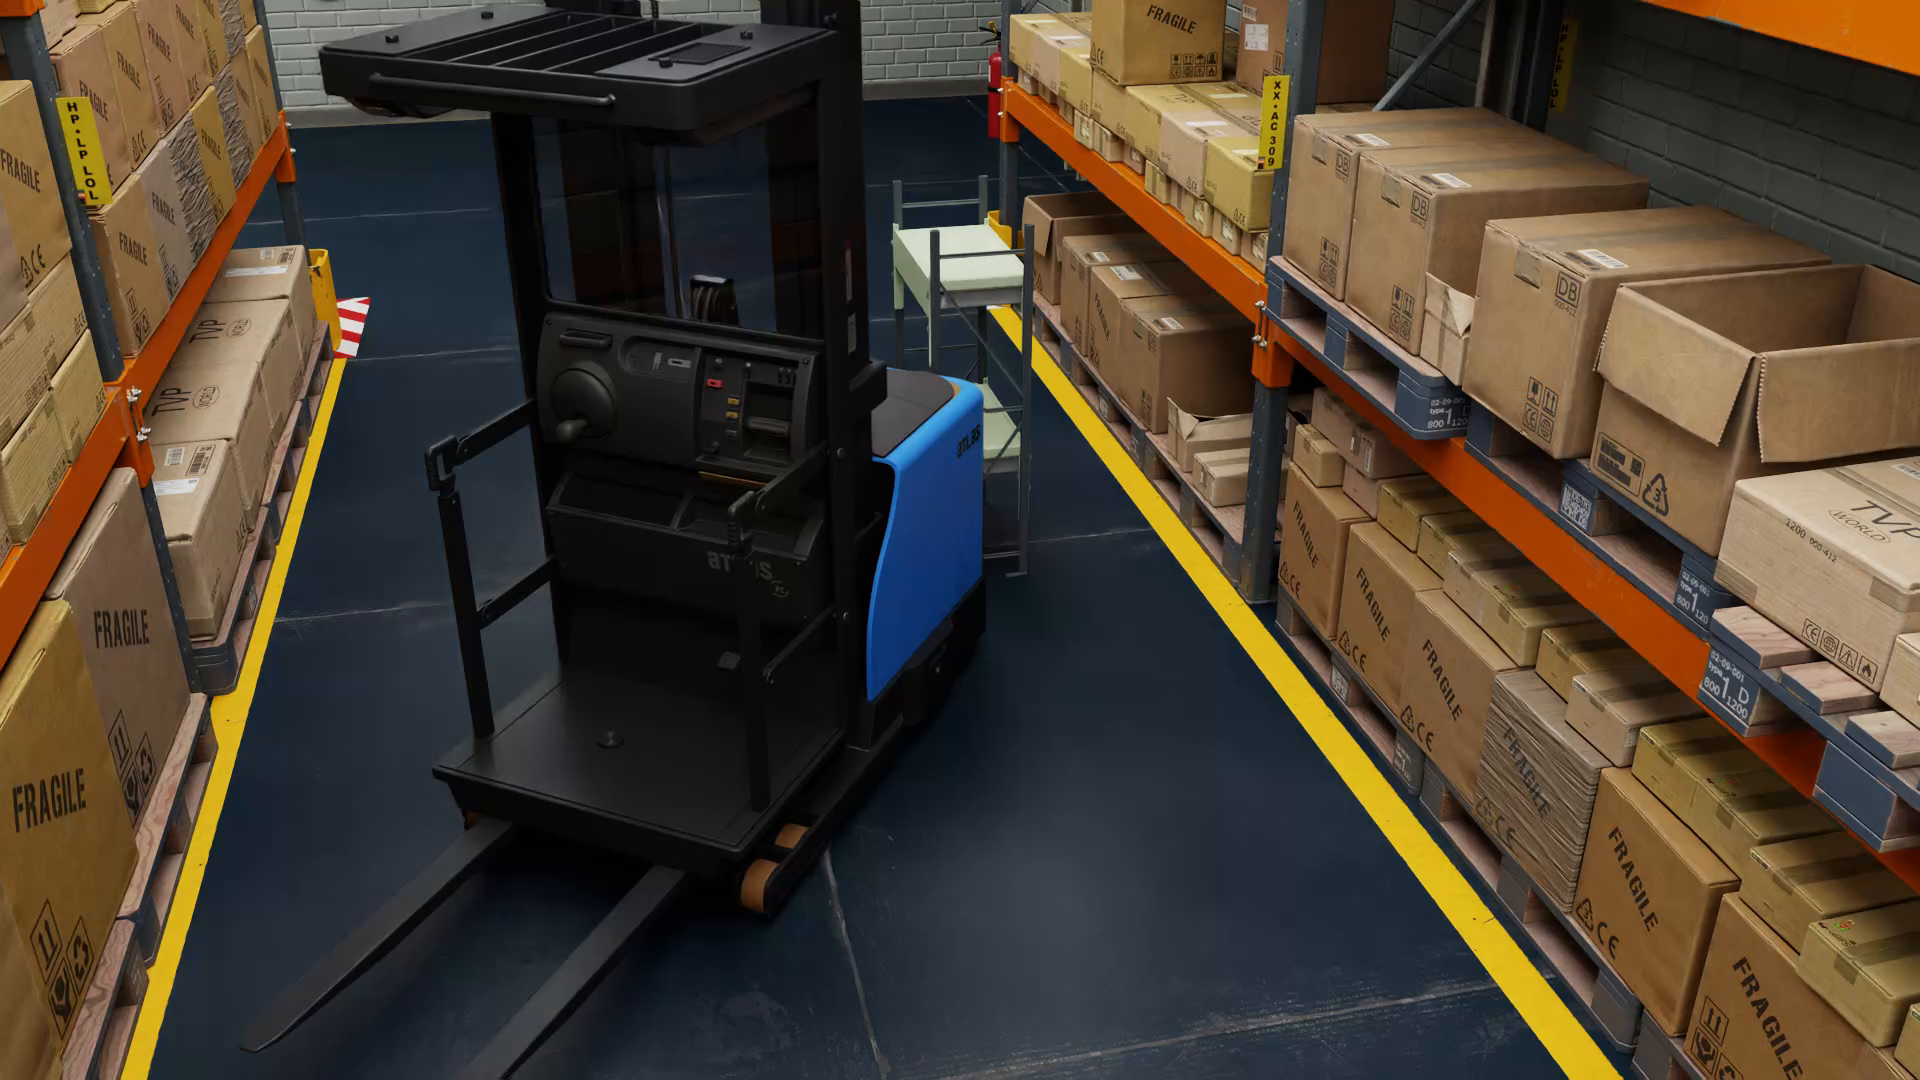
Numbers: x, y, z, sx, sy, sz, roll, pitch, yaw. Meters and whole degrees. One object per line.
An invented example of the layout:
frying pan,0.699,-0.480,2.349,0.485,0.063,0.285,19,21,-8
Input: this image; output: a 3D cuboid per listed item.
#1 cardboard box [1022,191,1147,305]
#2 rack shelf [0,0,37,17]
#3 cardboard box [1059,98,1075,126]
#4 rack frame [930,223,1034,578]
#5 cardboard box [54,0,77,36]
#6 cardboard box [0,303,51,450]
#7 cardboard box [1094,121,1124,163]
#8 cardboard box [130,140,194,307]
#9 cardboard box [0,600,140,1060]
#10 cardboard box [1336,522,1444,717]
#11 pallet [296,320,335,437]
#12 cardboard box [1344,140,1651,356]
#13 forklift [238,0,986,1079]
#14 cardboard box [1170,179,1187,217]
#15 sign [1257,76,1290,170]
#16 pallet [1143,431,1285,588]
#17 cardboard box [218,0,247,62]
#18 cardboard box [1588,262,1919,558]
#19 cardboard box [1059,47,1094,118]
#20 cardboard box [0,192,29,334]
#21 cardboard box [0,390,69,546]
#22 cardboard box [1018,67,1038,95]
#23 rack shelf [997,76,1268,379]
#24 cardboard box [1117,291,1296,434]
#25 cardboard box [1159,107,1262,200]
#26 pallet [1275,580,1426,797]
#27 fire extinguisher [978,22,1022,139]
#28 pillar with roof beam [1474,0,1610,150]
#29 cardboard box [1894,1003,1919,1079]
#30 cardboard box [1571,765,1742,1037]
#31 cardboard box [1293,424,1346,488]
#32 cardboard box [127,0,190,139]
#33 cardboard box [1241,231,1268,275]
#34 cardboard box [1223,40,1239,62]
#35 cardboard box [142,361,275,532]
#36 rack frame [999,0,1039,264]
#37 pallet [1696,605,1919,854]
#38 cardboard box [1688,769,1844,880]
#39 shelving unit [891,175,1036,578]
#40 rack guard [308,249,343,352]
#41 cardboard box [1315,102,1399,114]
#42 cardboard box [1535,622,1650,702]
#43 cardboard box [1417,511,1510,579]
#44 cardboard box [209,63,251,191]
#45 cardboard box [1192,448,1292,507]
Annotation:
cardboard box,0.782,-1.698,9.591,0.797,0.503,0.637,-7,28,-14
rack shelf,-2.746,-0.782,2.940,1.077,0.370,4.000,-6,27,-12
cardboard box,0.736,-2.283,8.724,0.380,0.149,0.250,-5,27,-10
rack frame,0.084,-0.506,6.588,0.400,1.500,0.023,-6,27,-12
cardboard box,-3.088,-1.698,5.345,0.380,0.149,0.250,-6,27,-11
cardboard box,-2.741,-0.411,4.346,0.500,0.250,0.500,-5,27,-10
cardboard box,0.865,-1.935,8.034,0.380,0.149,0.250,-5,27,-10
cardboard box,-3.157,-1.140,6.070,0.500,0.500,0.500,-6,27,-11
cardboard box,-2.768,0.779,4.270,0.875,0.875,0.875,-5,27,-10
cardboard box,1.658,0.249,5.736,0.500,0.500,0.500,-6,27,-12
pallet,-3.842,-0.810,8.621,1.003,0.211,1.213,-6,27,-12
cardboard box,1.646,-0.917,5.161,0.700,0.500,0.500,-6,27,-11
forklift,-0.939,-0.397,4.784,1.130,2.935,3.031,11,29,20
cardboard box,1.126,-1.491,7.155,0.380,0.149,0.250,-5,27,-10
sign,1.111,-1.476,5.884,0.100,0.325,0.005,-6,27,-12
pallet,1.485,-0.204,7.421,1.003,0.211,1.213,-6,27,-12
cardboard box,-3.611,-2.475,7.604,0.500,0.500,0.500,-6,27,-11
cardboard box,1.992,-0.323,3.980,0.797,0.503,0.637,-7,28,-13
cardboard box,0.808,-2.299,8.313,0.500,0.250,0.500,-6,27,-13
cardboard box,-2.728,-0.736,4.158,0.500,0.500,0.500,-5,27,-11
cardboard box,-2.736,-0.180,4.444,0.500,0.250,0.500,-6,27,-12
cardboard box,0.544,-2.619,9.389,0.380,0.149,0.250,-6,27,-12
rack shelf,1.188,-1.704,8.096,1.077,0.370,4.000,-6,27,-12
cardboard box,1.171,-0.862,7.937,0.700,0.500,0.500,-7,28,-14
cardboard box,1.159,-1.631,6.988,0.500,0.250,0.500,-6,27,-11
pallet,1.859,0.451,6.123,1.003,0.211,1.213,-6,27,-12
fire extinguisher,0.253,-2.720,9.810,0.296,0.674,0.183,-6,27,-12
pillar with roof beam,-1.835,-3.786,4.764,9.100,9.000,0.400,-6,27,-12
cardboard box,2.182,1.056,3.417,0.380,0.149,0.250,-7,28,-14
cardboard box,2.012,0.923,4.401,0.500,0.500,0.500,-5,27,-9
cardboard box,1.460,-0.324,6.152,0.380,0.149,0.250,-5,27,-9
cardboard box,-3.280,-1.815,6.296,0.500,0.500,0.500,-5,27,-11
cardboard box,1.320,-1.150,6.478,0.380,0.149,0.250,-6,27,-11
cardboard box,1.321,-2.350,8.413,0.500,0.250,0.500,-5,27,-10
cardboard box,-3.436,-0.365,7.022,0.875,0.438,0.875,-7,28,-13
rack frame,0.737,-2.904,9.674,1.000,3.000,0.127,-6,27,-12
pallet,2.319,0.404,3.334,1.213,0.211,1.003,-6,27,-12
cardboard box,2.058,0.699,4.125,0.380,0.149,0.250,-5,27,-10
shelving unit,0.002,-0.667,6.906,0.431,1.500,0.755,-6,27,-12
rack guard,-4.104,-1.293,9.256,1.175,0.500,0.348,-6,27,-12
cardboard box,1.670,-1.678,7.081,0.500,0.250,0.500,-6,27,-12
cardboard box,1.905,0.358,4.800,0.380,0.149,0.250,-6,27,-11
cardboard box,1.742,0.020,5.470,0.380,0.149,0.250,-6,27,-12
cardboard box,-3.508,-1.811,7.398,0.500,0.500,0.500,-5,27,-10
cardboard box,1.227,-0.277,7.168,0.380,0.149,0.250,-7,28,-13
